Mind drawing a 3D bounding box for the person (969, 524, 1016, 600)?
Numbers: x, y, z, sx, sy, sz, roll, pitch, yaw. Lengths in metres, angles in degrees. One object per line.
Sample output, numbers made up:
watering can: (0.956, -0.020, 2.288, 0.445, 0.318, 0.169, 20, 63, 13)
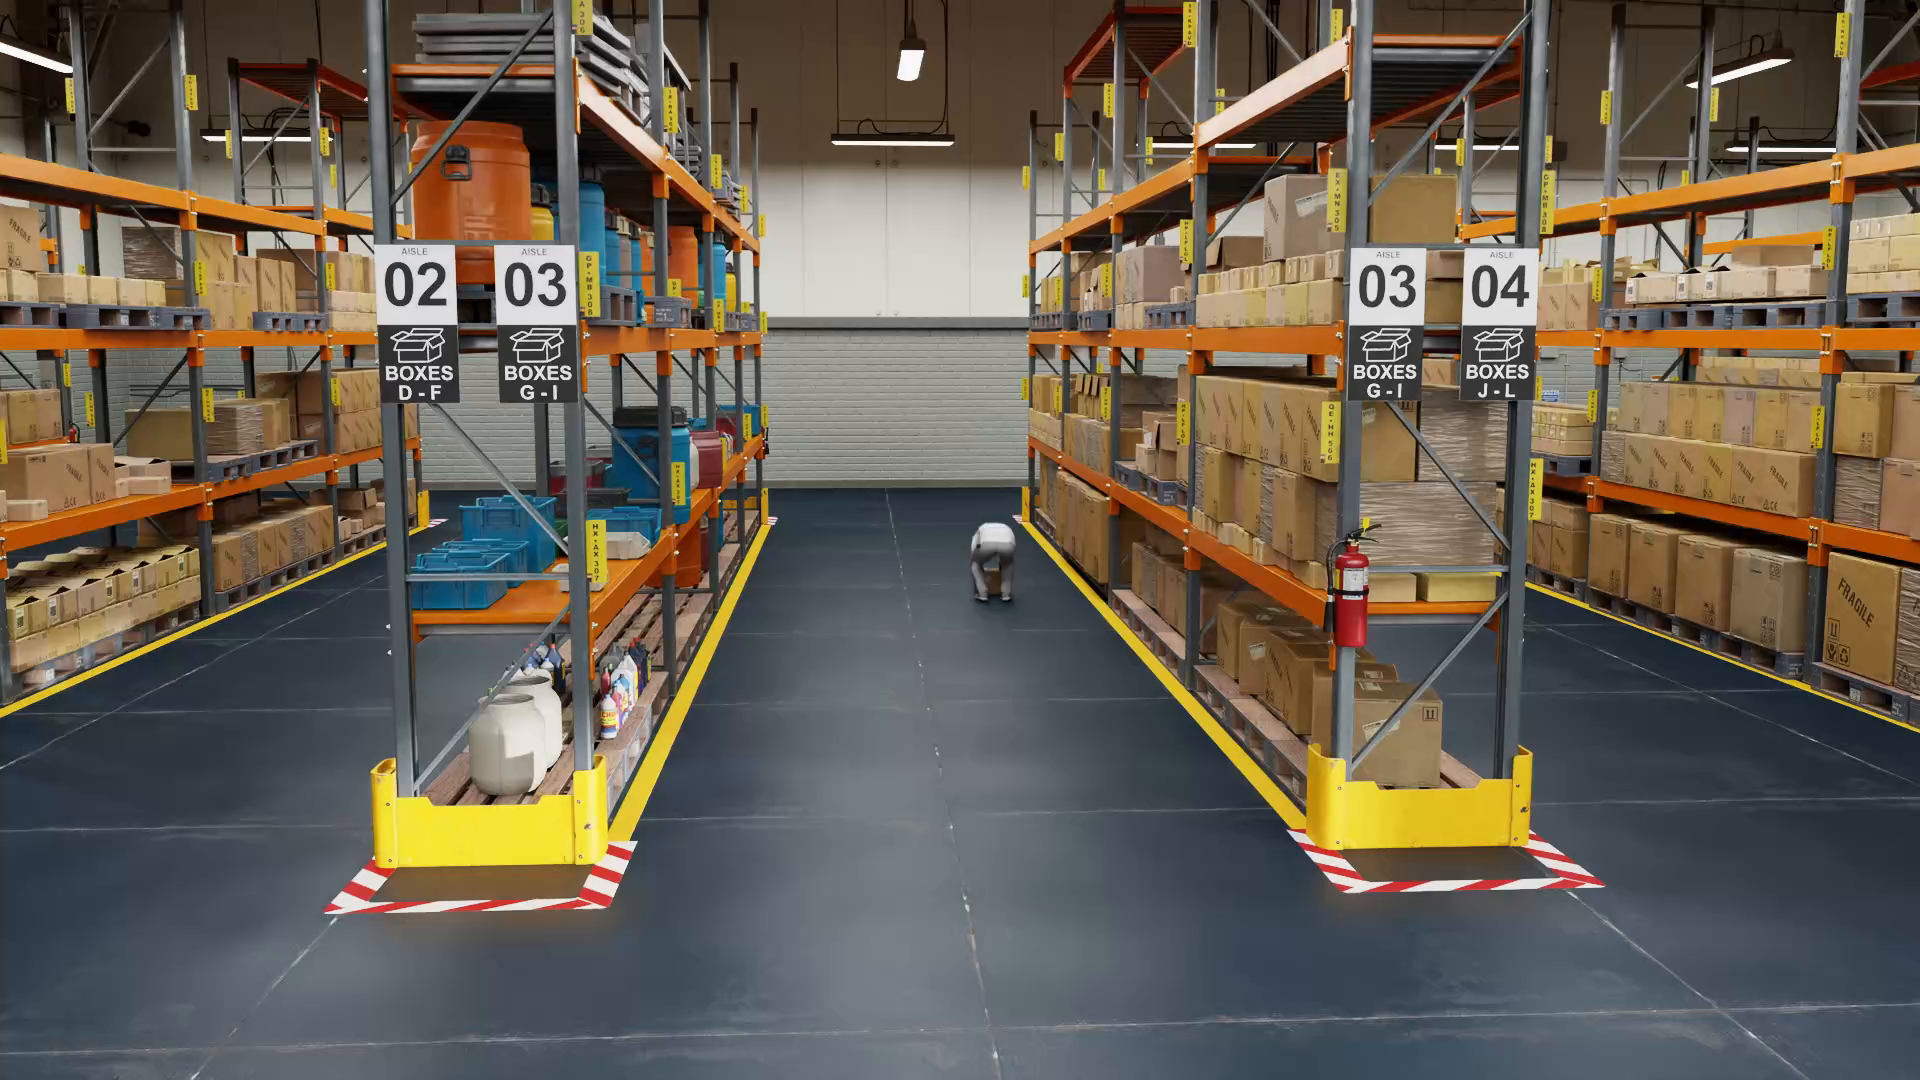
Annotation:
person: (0.336, 0.222, 17.569, 0.469, 0.822, 0.920, -1, 7, -6)
